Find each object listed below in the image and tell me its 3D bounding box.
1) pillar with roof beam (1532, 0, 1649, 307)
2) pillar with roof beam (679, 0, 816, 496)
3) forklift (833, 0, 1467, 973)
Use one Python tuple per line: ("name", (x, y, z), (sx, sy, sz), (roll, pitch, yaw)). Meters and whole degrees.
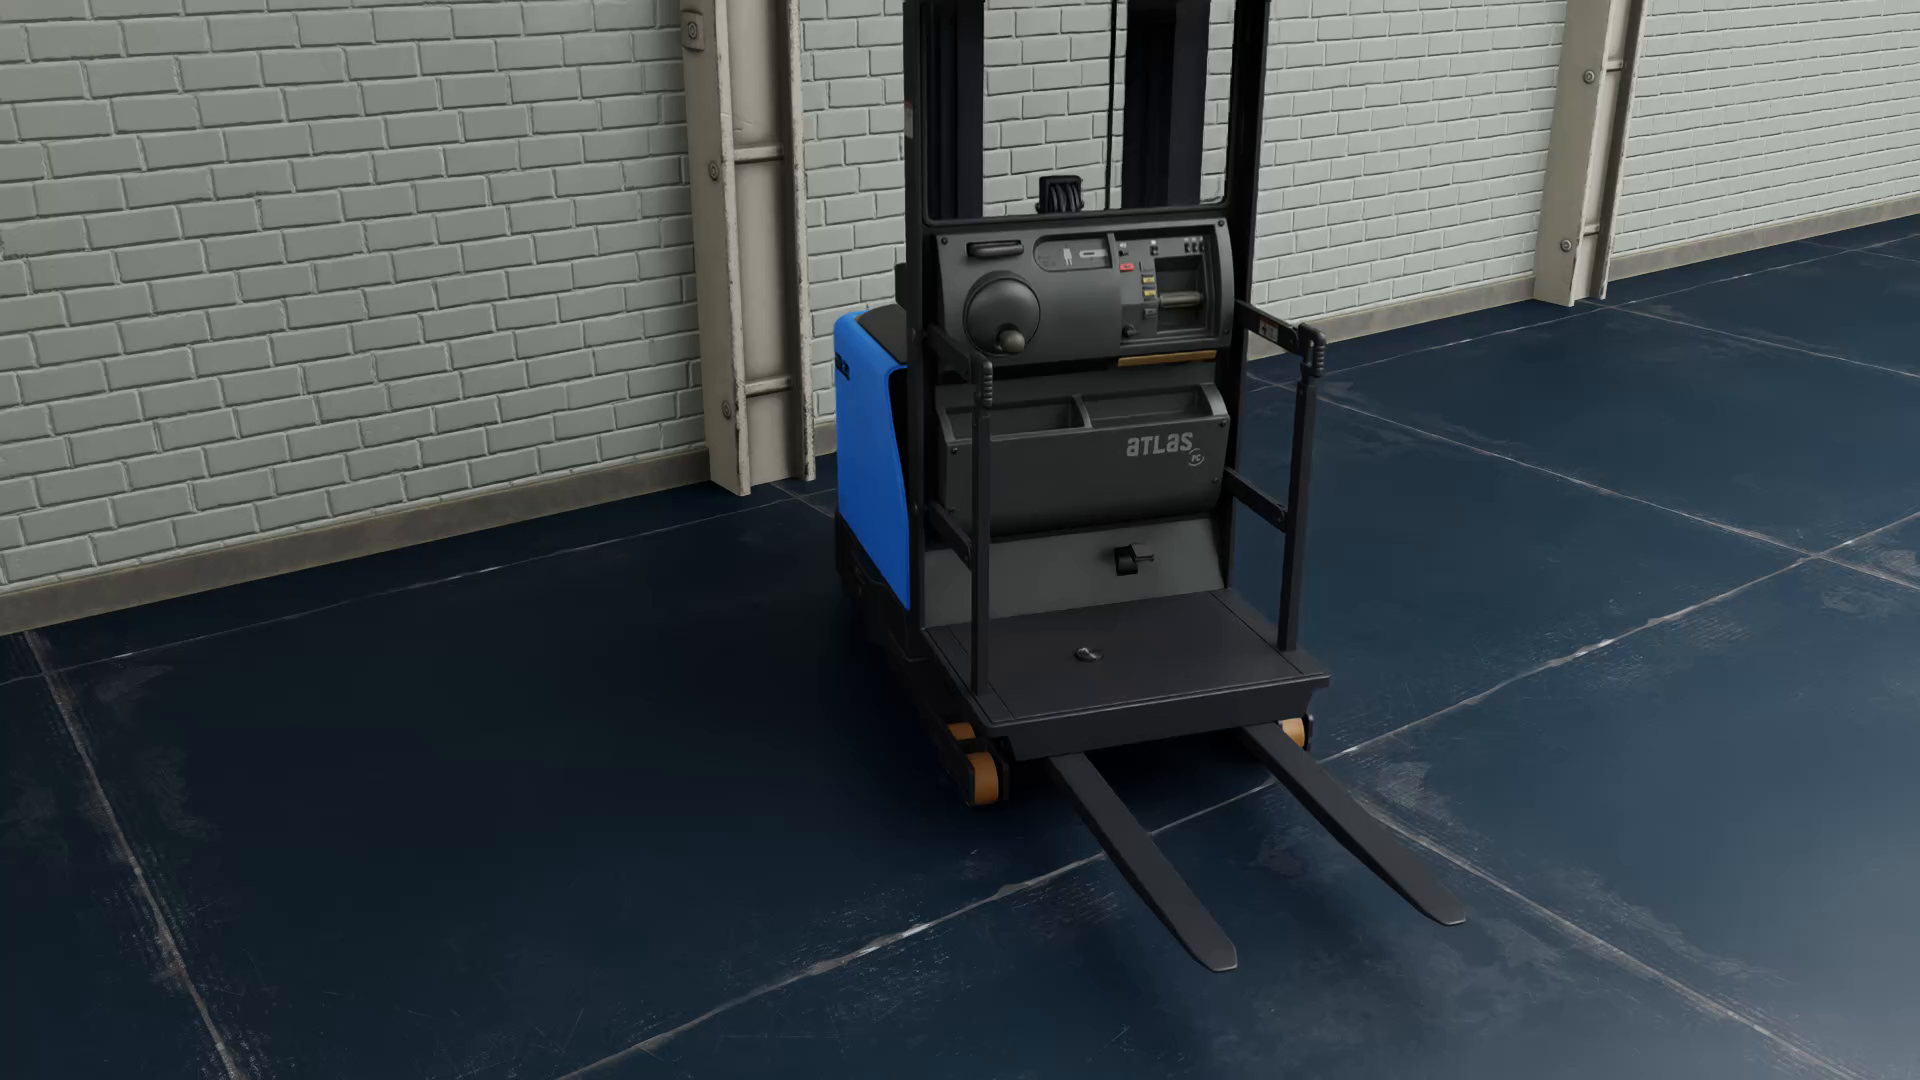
("pillar with roof beam", (6.478, -4.466, 5.946), (0.400, 9.000, 9.100), (-15, 26, -33))
("pillar with roof beam", (1.608, -3.167, 2.691), (0.400, 9.000, 9.100), (-15, 26, -33))
("forklift", (0.449, -0.736, 4.787), (1.130, 2.935, 3.031), (-7, 23, -16))
